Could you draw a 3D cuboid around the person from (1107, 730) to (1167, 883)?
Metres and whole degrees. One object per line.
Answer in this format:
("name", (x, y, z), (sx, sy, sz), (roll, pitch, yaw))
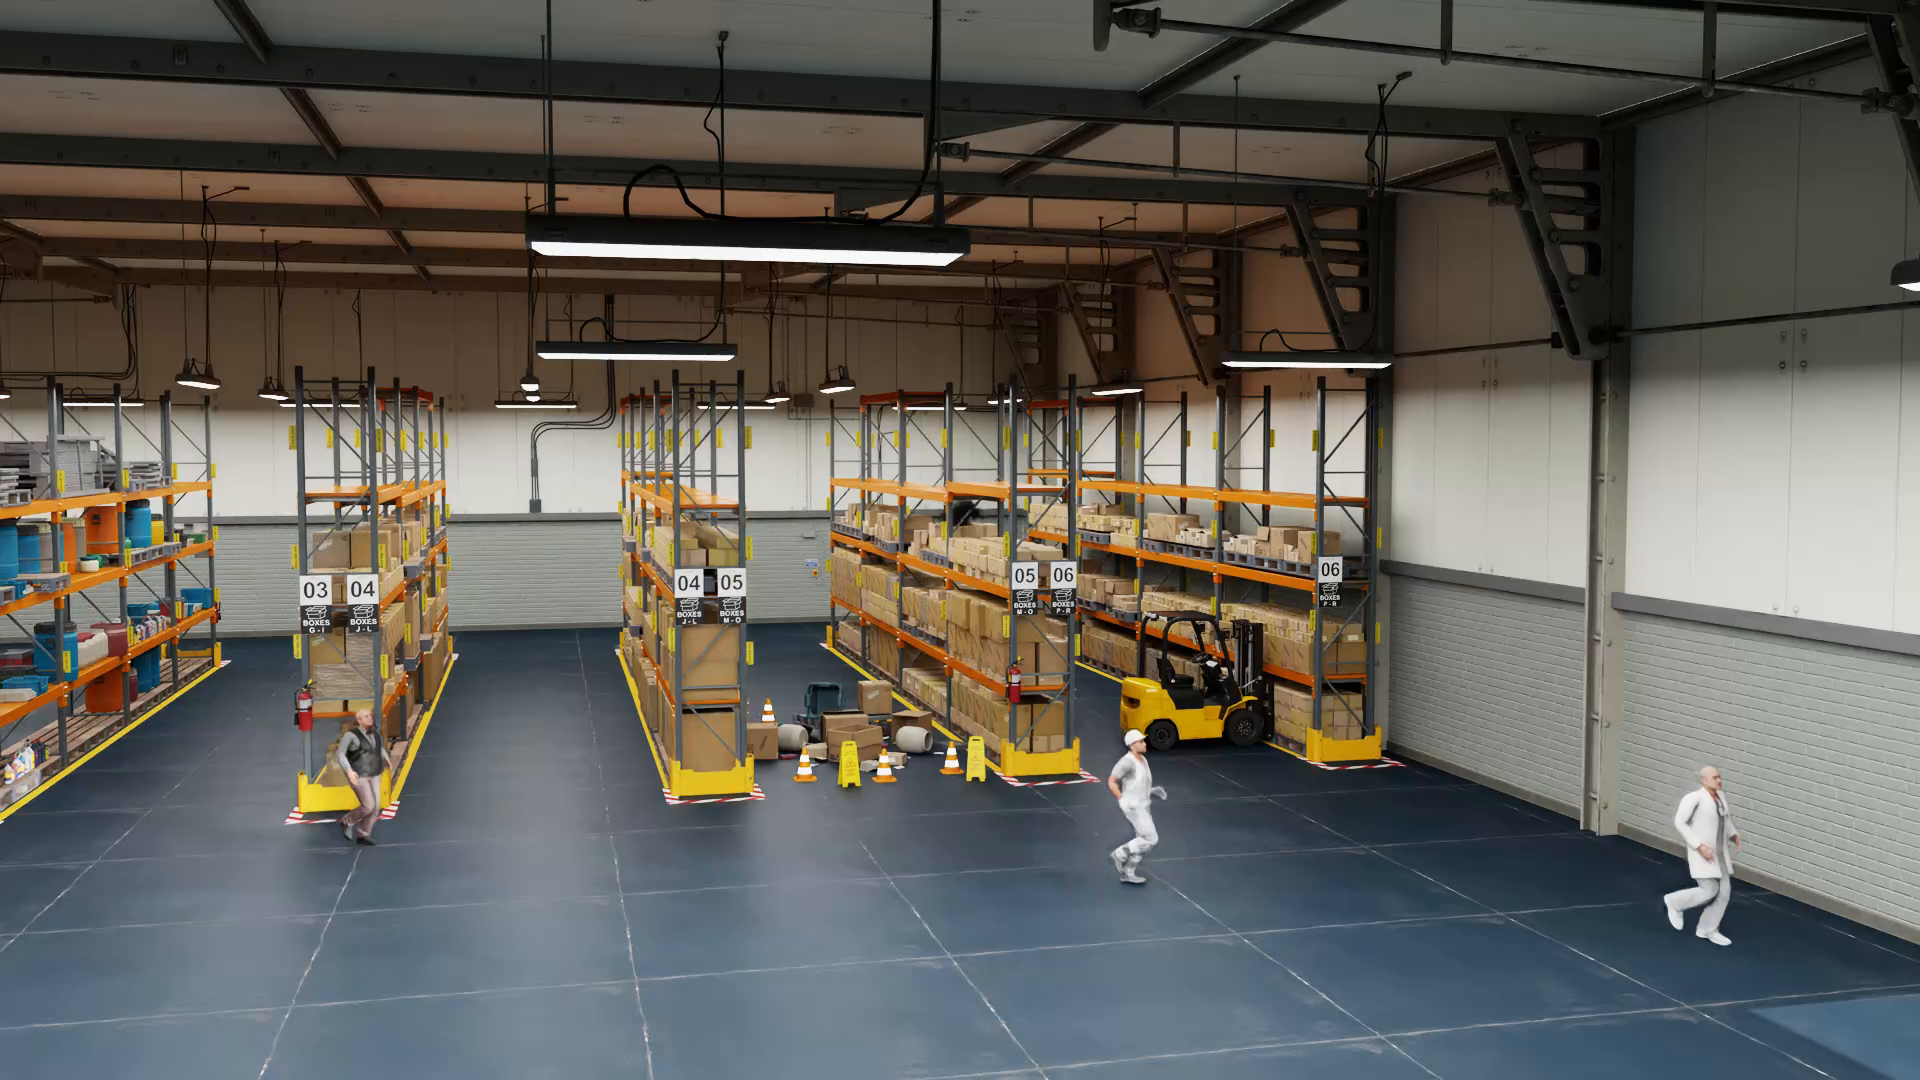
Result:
("person", (2.023, 3.011, 18.743), (0.587, 1.739, 0.656), (2, 4, 27))

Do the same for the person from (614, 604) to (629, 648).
("person", (-7.902, 1.729, 40.195), (0.863, 1.758, 0.735), (-2, 4, -29))

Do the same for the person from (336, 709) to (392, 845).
("person", (-7.373, 2.933, 20.623), (0.575, 1.692, 0.676), (2, 4, 25))

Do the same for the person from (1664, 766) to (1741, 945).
("person", (7.477, 3.136, 16.732), (0.733, 1.755, 0.683), (-2, 4, -29))
